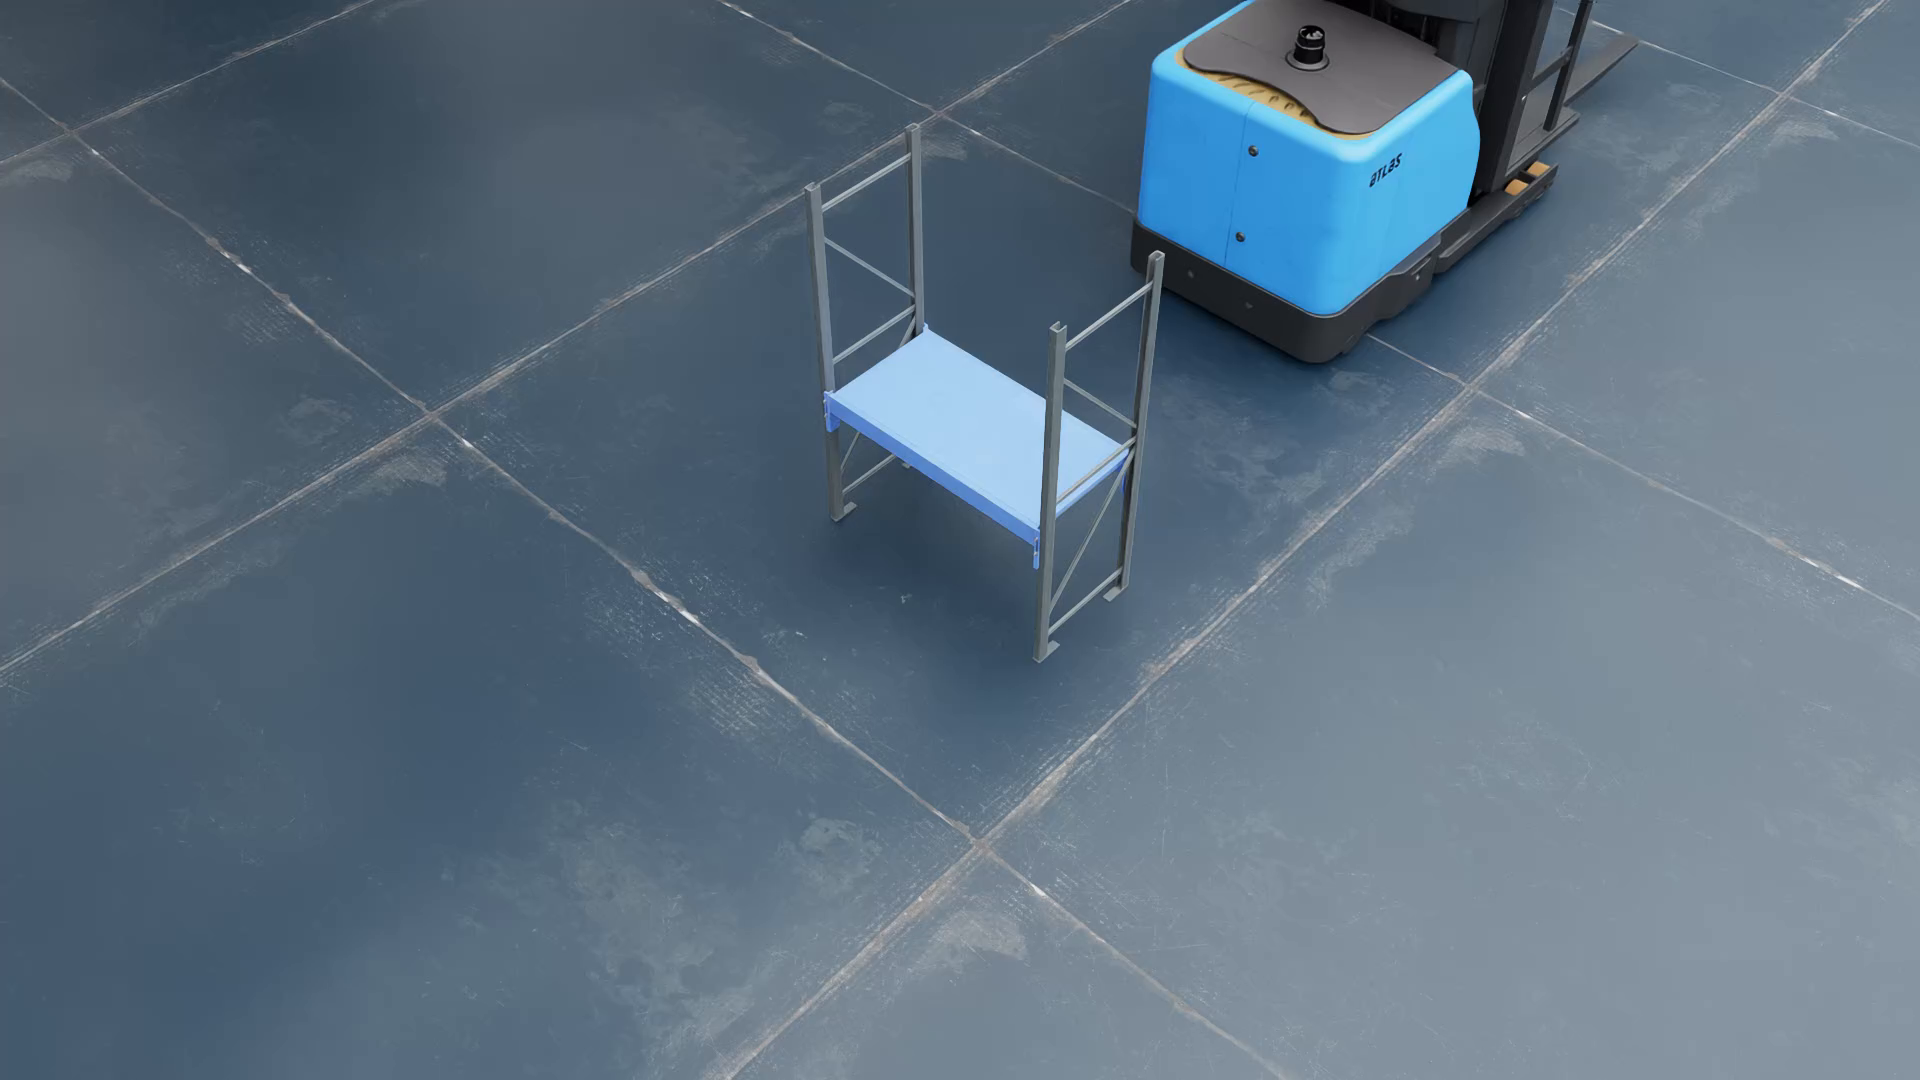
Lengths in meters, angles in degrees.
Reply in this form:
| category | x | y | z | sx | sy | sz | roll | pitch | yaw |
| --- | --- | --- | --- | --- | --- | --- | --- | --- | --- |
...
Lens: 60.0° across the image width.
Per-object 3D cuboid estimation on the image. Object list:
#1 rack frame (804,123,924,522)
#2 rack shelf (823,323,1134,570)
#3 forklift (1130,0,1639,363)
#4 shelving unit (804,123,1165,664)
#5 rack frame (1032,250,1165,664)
| category | x | y | z | sx | sy | sz | roll | pitch | yaw |
| --- | --- | --- | --- | --- | --- | --- | --- | --- | --- |
| rack frame | -0.311 | -0.723 | 5.900 | 0.032 | 1.500 | 0.500 | 34 | 55 | 28 |
| rack shelf | 0.063 | -0.348 | 5.795 | 1.000 | 0.185 | 0.538 | 34 | 55 | 28 |
| forklift | 2.117 | -2.718 | 6.791 | 1.130 | 2.935 | 3.031 | 34 | 56 | 28 |
| shelving unit | 0.063 | -0.471 | 5.664 | 1.048 | 1.500 | 0.538 | 34 | 55 | 28 |
| rack frame | 0.436 | -0.220 | 5.428 | 0.032 | 1.500 | 0.500 | 34 | 55 | 28 |
